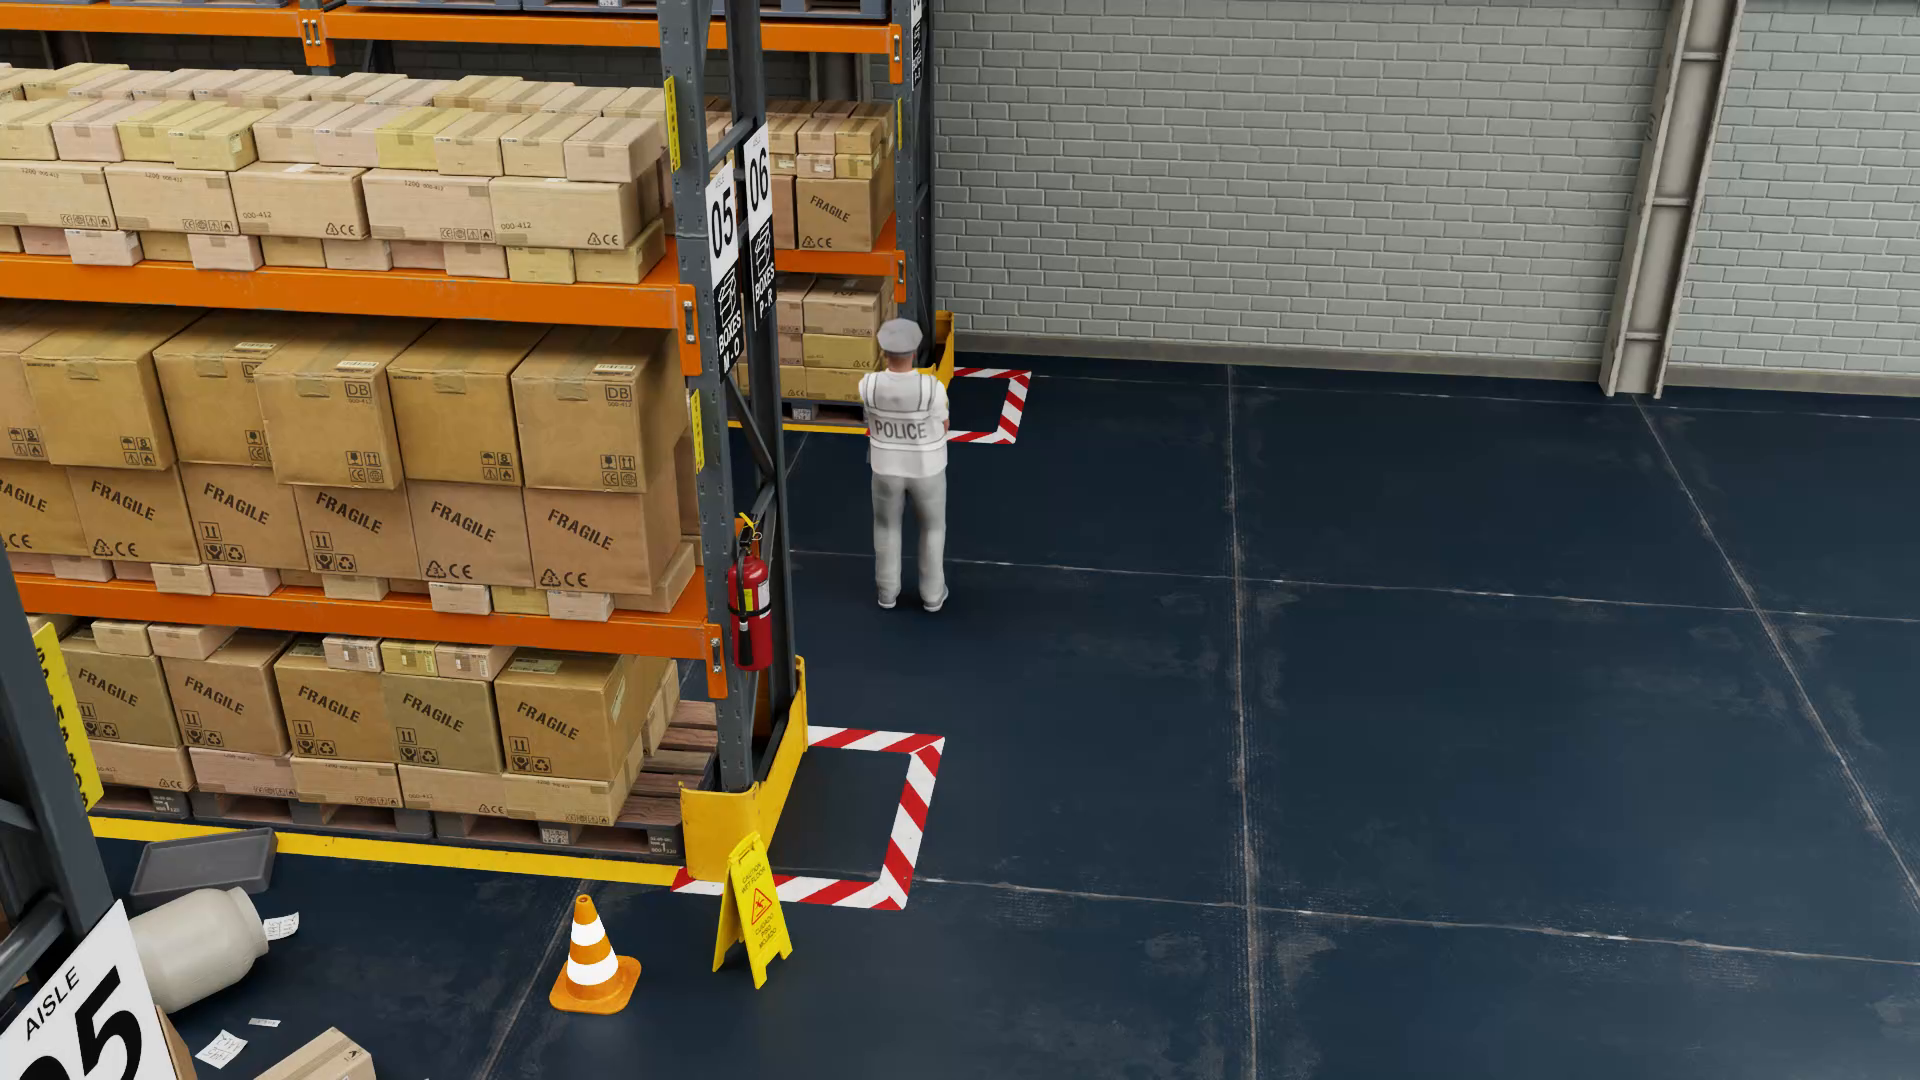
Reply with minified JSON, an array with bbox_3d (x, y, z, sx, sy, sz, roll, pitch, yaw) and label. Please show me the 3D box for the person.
[{"bbox_3d":[-0.296,-0.453,9.444,0.491,1.766,0.560,4,28,7],"label":"person"}]
